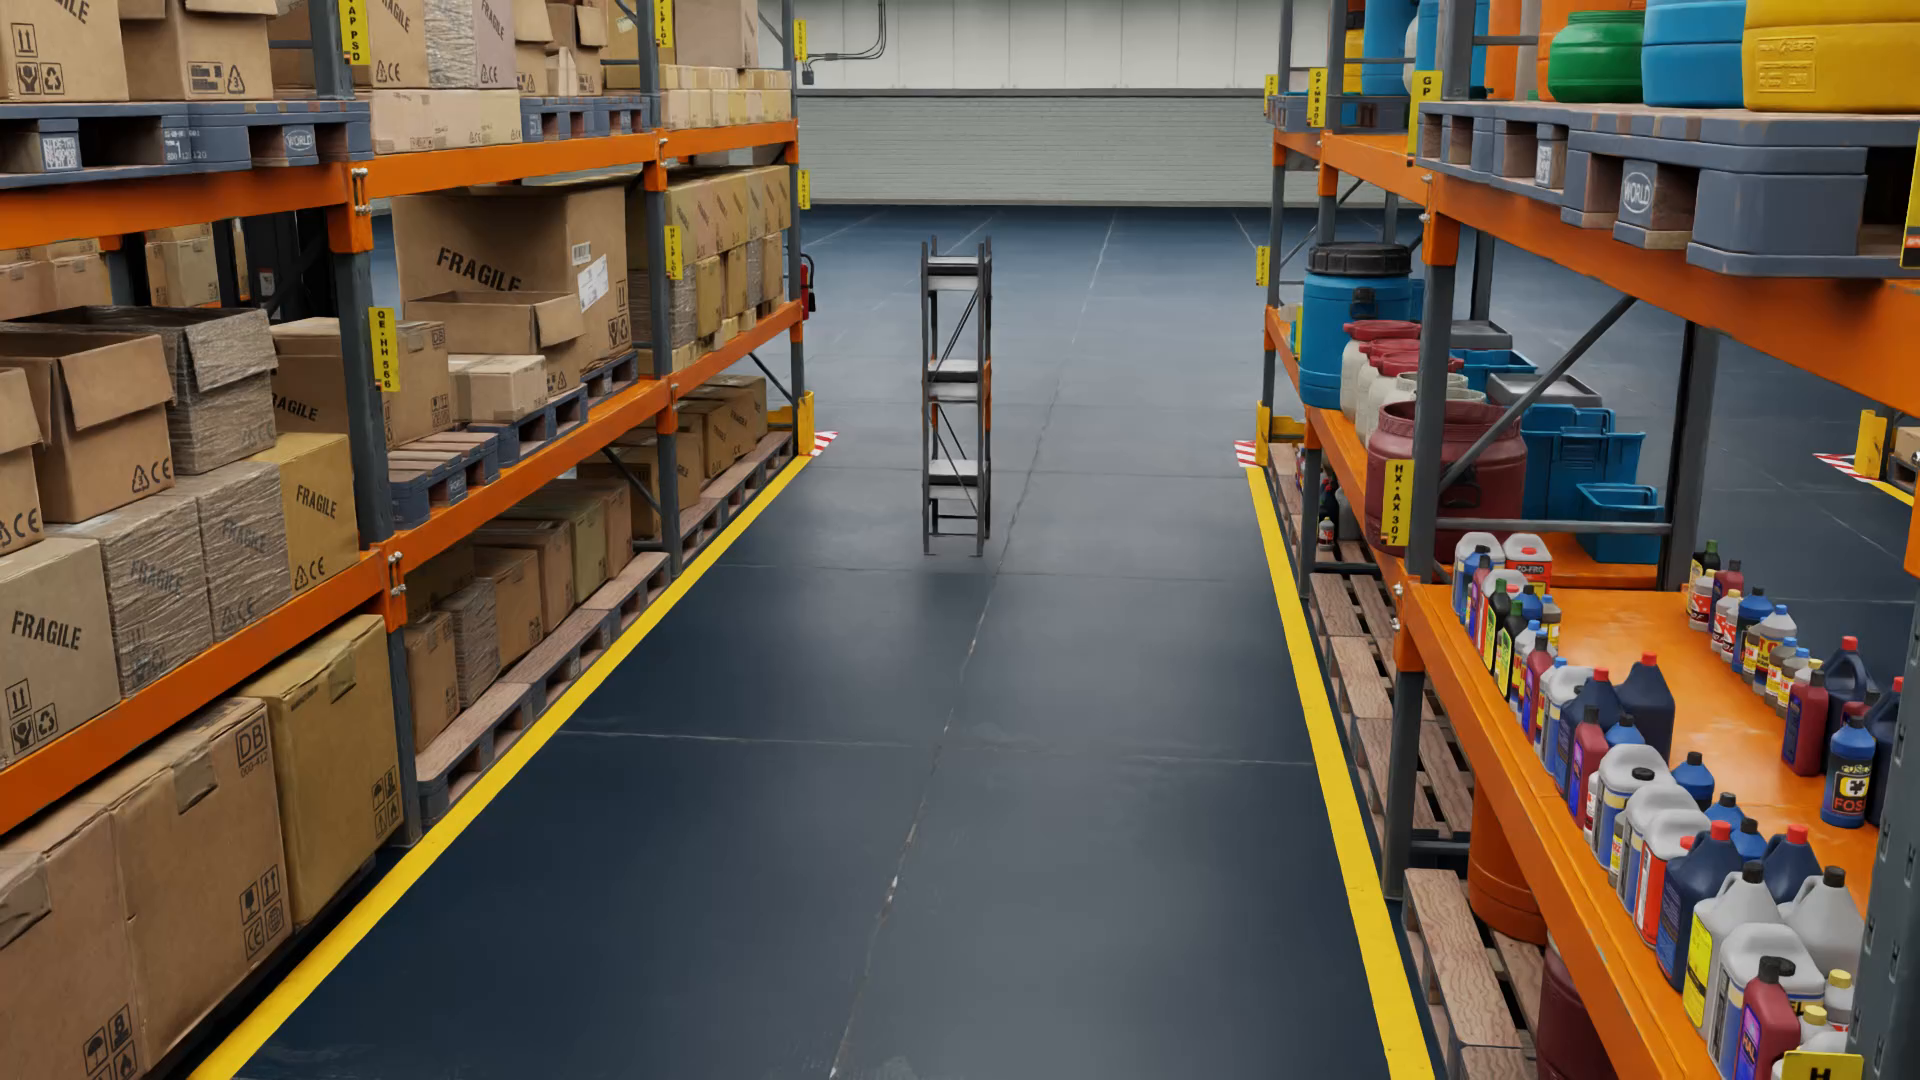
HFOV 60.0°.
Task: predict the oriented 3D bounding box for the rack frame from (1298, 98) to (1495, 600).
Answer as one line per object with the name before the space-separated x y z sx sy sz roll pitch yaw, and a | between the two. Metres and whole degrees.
rack frame | 2.605 -1.081 9.913 1.000 3.000 0.127 2 15 6

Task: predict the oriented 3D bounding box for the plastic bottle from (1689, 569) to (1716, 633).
plastic bottle | 2.500 0.199 5.559 0.097 0.201 0.097 0 15 0

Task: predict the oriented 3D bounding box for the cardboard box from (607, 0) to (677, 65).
cardboard box | -2.301 -3.768 12.386 0.500 0.500 0.500 2 15 6

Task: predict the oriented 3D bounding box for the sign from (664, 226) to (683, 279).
sign | -1.765 -1.770 10.244 0.100 0.325 0.005 2 15 6

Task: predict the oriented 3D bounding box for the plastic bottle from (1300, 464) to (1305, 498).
plastic bottle | 2.492 -0.438 11.919 0.097 0.271 0.097 0 15 0

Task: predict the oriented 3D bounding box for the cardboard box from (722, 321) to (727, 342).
cardboard box | -1.877 -1.477 11.860 0.380 0.149 0.250 2 15 6

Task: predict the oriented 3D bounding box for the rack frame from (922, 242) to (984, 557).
rack frame | -0.046 -0.907 10.995 0.400 2.100 0.015 2 15 6

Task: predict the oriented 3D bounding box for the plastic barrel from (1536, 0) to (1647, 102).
plastic barrel | 2.086 -1.754 5.030 0.600 0.830 0.708 2 15 6

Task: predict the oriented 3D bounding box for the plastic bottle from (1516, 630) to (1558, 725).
plastic bottle | 1.639 0.390 4.719 0.097 0.271 0.097 0 15 0

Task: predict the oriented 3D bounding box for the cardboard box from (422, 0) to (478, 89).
cardboard box | -2.398 -2.173 7.055 0.500 0.500 0.500 2 15 7

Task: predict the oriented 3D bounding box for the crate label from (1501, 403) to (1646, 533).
crate label | 2.534 -0.310 6.995 0.502 0.435 0.616 2 15 6

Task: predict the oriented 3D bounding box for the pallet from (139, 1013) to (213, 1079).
pallet | -3.072 1.675 5.065 1.003 0.211 1.213 2 15 6

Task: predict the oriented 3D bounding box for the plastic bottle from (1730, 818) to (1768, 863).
plastic bottle | 1.649 0.718 3.508 0.097 0.271 0.097 0 15 0

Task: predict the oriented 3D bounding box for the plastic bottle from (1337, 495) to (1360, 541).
plastic bottle | 2.534 -0.186 10.835 0.144 0.351 0.185 2 15 6

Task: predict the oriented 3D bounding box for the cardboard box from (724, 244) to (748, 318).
cardboard box | -2.059 -1.923 12.267 0.875 0.500 0.500 2 15 6

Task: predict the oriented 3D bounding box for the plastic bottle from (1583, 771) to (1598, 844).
plastic bottle | 1.551 0.627 3.979 0.097 0.201 0.097 0 15 0

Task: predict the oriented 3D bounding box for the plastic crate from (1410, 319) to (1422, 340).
plastic crate | 2.790 -1.183 10.409 0.767 0.338 0.504 2 15 6

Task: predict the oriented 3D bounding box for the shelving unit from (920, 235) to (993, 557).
shelving unit | -0.019 -0.971 11.229 0.431 2.100 0.503 2 15 6

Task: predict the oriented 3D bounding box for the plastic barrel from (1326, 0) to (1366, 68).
plastic barrel | 3.127 -3.847 12.767 0.600 0.830 0.708 2 15 6

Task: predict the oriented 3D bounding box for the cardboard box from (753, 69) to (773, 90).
cardboard box | -1.659 -3.547 12.810 0.380 0.149 0.250 2 15 7

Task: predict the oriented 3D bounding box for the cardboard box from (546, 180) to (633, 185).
cardboard box | -2.484 -2.156 11.211 0.500 0.500 0.500 2 15 6

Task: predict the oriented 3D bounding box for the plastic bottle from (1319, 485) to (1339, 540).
plastic bottle | 2.391 -0.190 10.850 0.144 0.351 0.185 1 15 5

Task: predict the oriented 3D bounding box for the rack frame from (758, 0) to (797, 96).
rack frame | -1.865 -5.160 13.506 1.000 3.000 0.127 2 15 6

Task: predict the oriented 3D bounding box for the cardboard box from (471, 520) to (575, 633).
cardboard box | -2.543 0.194 9.143 0.700 0.500 0.500 0 15 1

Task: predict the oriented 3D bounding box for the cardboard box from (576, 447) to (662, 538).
cardboard box | -2.232 -0.325 11.103 0.500 0.500 0.500 1 15 5

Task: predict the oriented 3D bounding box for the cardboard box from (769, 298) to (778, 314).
cardboard box | -1.698 -1.932 13.541 0.380 0.149 0.250 2 15 6

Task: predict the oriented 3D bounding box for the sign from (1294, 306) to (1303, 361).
sign | 2.059 -1.234 9.947 0.100 0.325 0.005 2 15 6

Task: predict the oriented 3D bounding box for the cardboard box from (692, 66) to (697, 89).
cardboard box | -1.975 -3.076 11.068 0.380 0.149 0.250 2 15 8

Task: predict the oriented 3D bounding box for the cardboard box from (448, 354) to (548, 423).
cardboard box | -2.350 -0.748 8.163 0.500 0.250 0.500 1 15 5

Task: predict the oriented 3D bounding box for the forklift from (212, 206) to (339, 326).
forklift | -5.256 -1.657 12.174 3.031 2.935 1.130 3 15 10

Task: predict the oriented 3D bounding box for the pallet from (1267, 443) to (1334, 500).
pallet | 2.997 -0.541 13.257 1.003 0.211 1.213 2 15 6

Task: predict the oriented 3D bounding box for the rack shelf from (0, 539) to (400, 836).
rack shelf | -2.994 0.677 4.791 1.077 0.370 4.000 2 15 6

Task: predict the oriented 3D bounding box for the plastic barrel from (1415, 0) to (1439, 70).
plastic barrel | 2.763 -2.633 8.945 0.600 0.901 0.708 2 15 6

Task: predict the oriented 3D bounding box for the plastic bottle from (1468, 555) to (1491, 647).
plastic bottle | 1.701 0.199 5.401 0.061 0.283 0.133 2 15 6

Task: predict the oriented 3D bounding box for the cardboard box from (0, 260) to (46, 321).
cardboard box | -7.164 -1.711 11.955 0.875 0.550 0.550 2 15 6

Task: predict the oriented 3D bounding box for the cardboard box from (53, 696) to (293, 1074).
cardboard box | -2.975 1.043 5.325 1.225 0.875 0.875 2 15 6

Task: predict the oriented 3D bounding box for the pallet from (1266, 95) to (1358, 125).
pallet | 2.866 -3.263 12.600 1.003 0.211 1.213 2 15 6

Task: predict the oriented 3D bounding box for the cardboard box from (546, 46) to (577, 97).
cardboard box | -2.323 -2.566 9.111 0.396 0.266 0.258 2 15 8

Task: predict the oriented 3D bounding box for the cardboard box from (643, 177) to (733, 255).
cardboard box | -1.901 -2.270 11.633 0.500 0.500 0.500 2 15 6

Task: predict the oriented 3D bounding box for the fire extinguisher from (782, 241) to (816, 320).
fire extinguisher | -1.394 -2.243 14.359 0.296 0.674 0.183 2 15 6

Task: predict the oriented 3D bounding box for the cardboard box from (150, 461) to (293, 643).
cardboard box | -2.640 0.027 5.625 0.500 0.500 0.500 2 15 6

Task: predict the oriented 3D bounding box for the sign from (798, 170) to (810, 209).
sign | -1.316 -2.954 14.017 0.100 0.325 0.005 2 15 6

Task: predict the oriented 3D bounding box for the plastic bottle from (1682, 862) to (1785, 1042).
plastic bottle | 1.481 0.770 3.163 0.144 0.351 0.185 2 15 6

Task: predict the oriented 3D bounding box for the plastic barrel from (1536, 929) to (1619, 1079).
plastic barrel | 1.988 1.338 4.782 0.600 0.588 0.708 2 15 6

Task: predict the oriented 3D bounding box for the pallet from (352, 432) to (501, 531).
pallet | -2.793 -0.285 7.336 1.213 0.211 1.003 2 15 6

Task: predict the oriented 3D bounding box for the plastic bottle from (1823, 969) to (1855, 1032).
plastic bottle | 1.593 0.882 3.033 0.097 0.201 0.097 0 15 0

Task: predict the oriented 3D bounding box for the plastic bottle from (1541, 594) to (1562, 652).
plastic bottle | 1.857 0.274 5.283 0.097 0.201 0.097 0 15 0

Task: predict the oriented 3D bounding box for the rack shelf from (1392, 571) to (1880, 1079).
rack shelf | 1.928 0.823 4.252 1.077 0.370 4.000 2 15 6

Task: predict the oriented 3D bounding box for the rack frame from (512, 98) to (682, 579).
rack frame | -2.317 -1.227 10.452 1.000 3.000 0.127 2 15 6

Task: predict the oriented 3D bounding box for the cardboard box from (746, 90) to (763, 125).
cardboard box | -1.787 -3.245 12.457 0.500 0.250 0.500 2 15 7

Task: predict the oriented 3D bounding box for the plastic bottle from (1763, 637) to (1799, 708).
plastic bottle | 2.419 0.385 4.871 0.097 0.201 0.097 0 15 0

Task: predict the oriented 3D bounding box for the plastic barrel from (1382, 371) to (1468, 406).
plastic barrel | 2.105 -0.480 7.476 0.421 0.512 0.421 0 15 0

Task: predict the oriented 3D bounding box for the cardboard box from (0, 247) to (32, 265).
cardboard box | -7.211 -2.234 11.820 0.875 0.550 0.550 2 15 6
